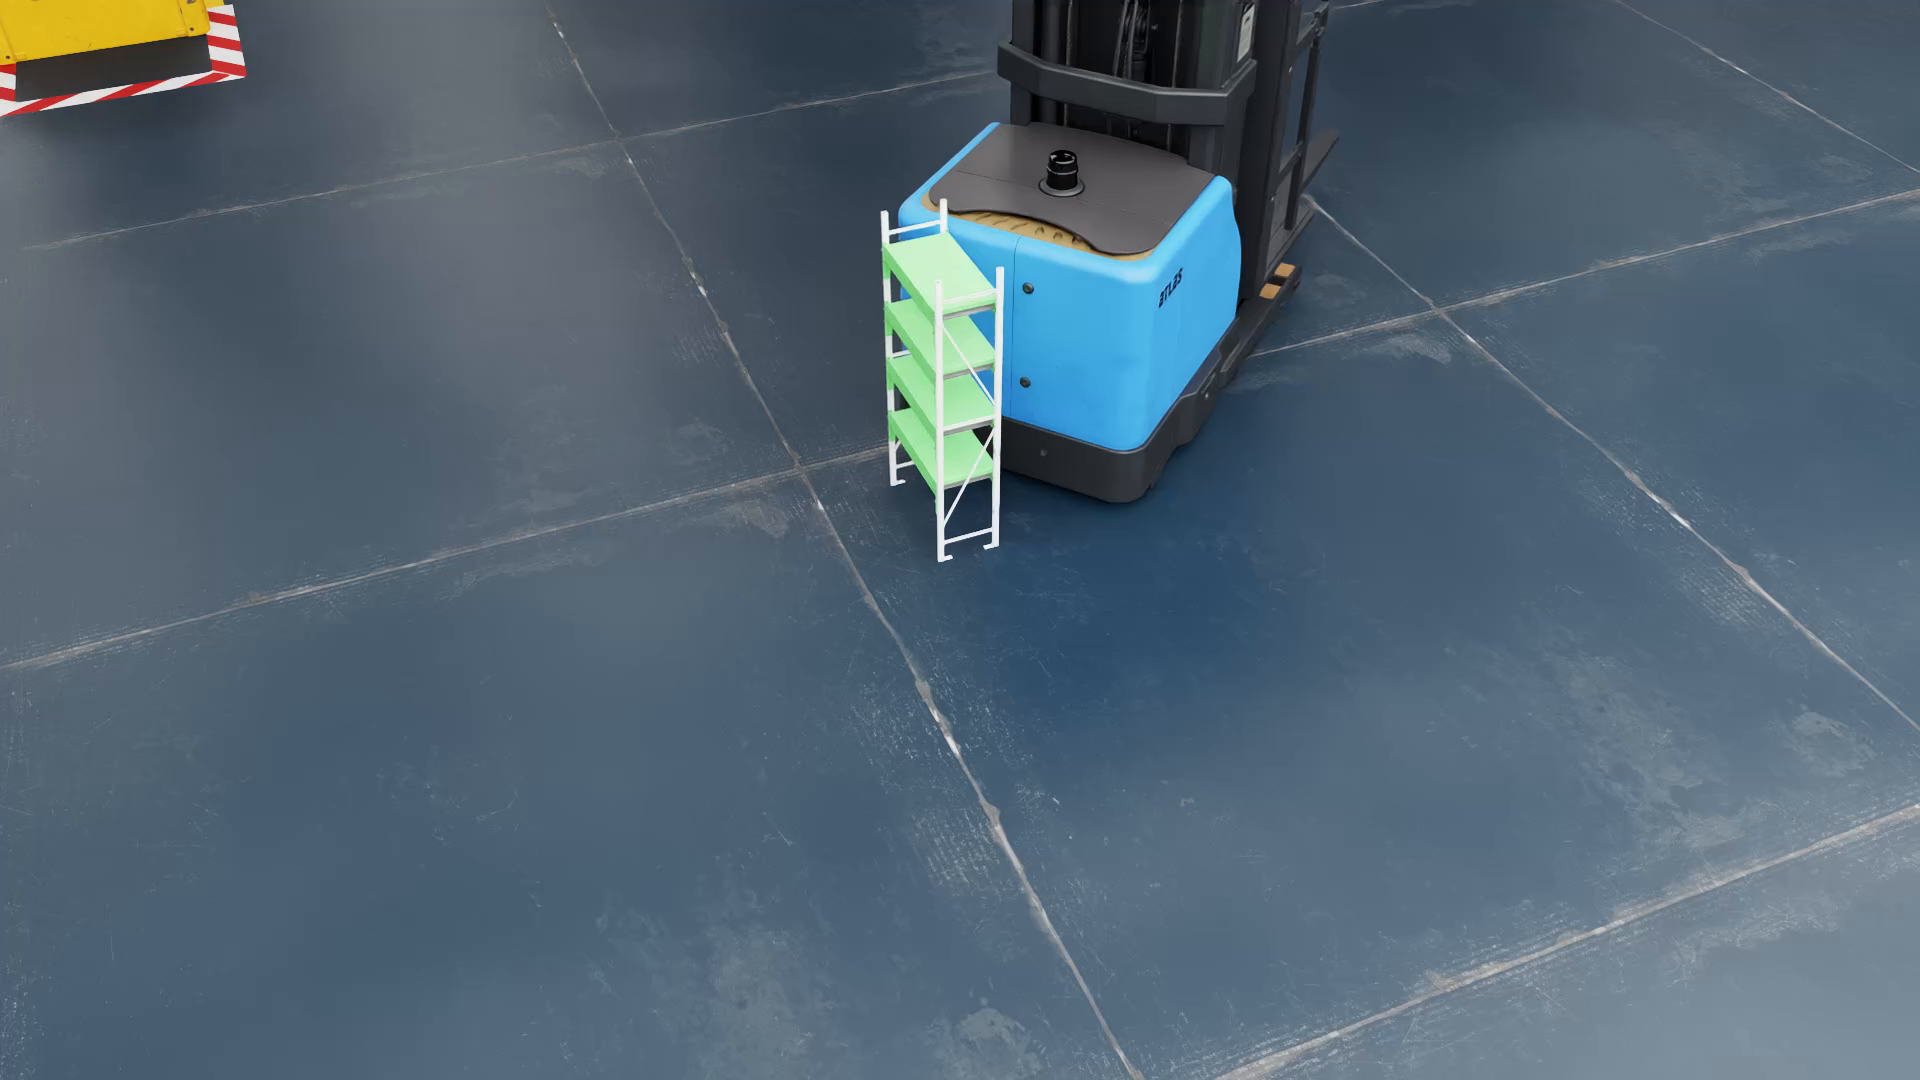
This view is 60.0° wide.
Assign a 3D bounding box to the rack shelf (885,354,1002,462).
[{"bbox_3d":[-0.064,-0.505,6.015,0.258,0.148,0.480,-15,43,-17],"label":"rack shelf"}]

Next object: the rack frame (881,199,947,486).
[{"bbox_3d":[-0.159,-0.700,6.144,0.240,1.200,0.015,-15,43,-17],"label":"rack frame"}]

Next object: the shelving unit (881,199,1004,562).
[{"bbox_3d":[-0.064,-0.553,5.973,0.258,1.200,0.503,-15,43,-17],"label":"shelving unit"}]

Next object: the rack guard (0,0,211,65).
[{"bbox_3d":[-4.965,-3.097,9.468,1.175,0.500,0.348,-15,43,-17],"label":"rack guard"}]

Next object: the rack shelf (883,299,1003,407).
[{"bbox_3d":[-0.064,-0.687,5.858,0.258,0.148,0.480,-15,43,-17],"label":"rack shelf"}]

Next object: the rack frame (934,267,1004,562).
[{"bbox_3d":[0.030,-0.407,5.802,0.240,1.200,0.015,-15,43,-17],"label":"rack frame"}]

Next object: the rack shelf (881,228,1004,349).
[{"bbox_3d":[-0.064,-0.869,5.702,0.258,0.148,0.480,-15,43,-17],"label":"rack shelf"}]

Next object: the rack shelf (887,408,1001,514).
[{"bbox_3d":[-0.064,-0.323,6.171,0.258,0.148,0.480,-15,43,-17],"label":"rack shelf"}]

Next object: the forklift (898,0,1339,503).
[{"bbox_3d":[0.887,-2.205,6.566,1.130,2.935,3.031,19,44,21],"label":"forklift"}]
